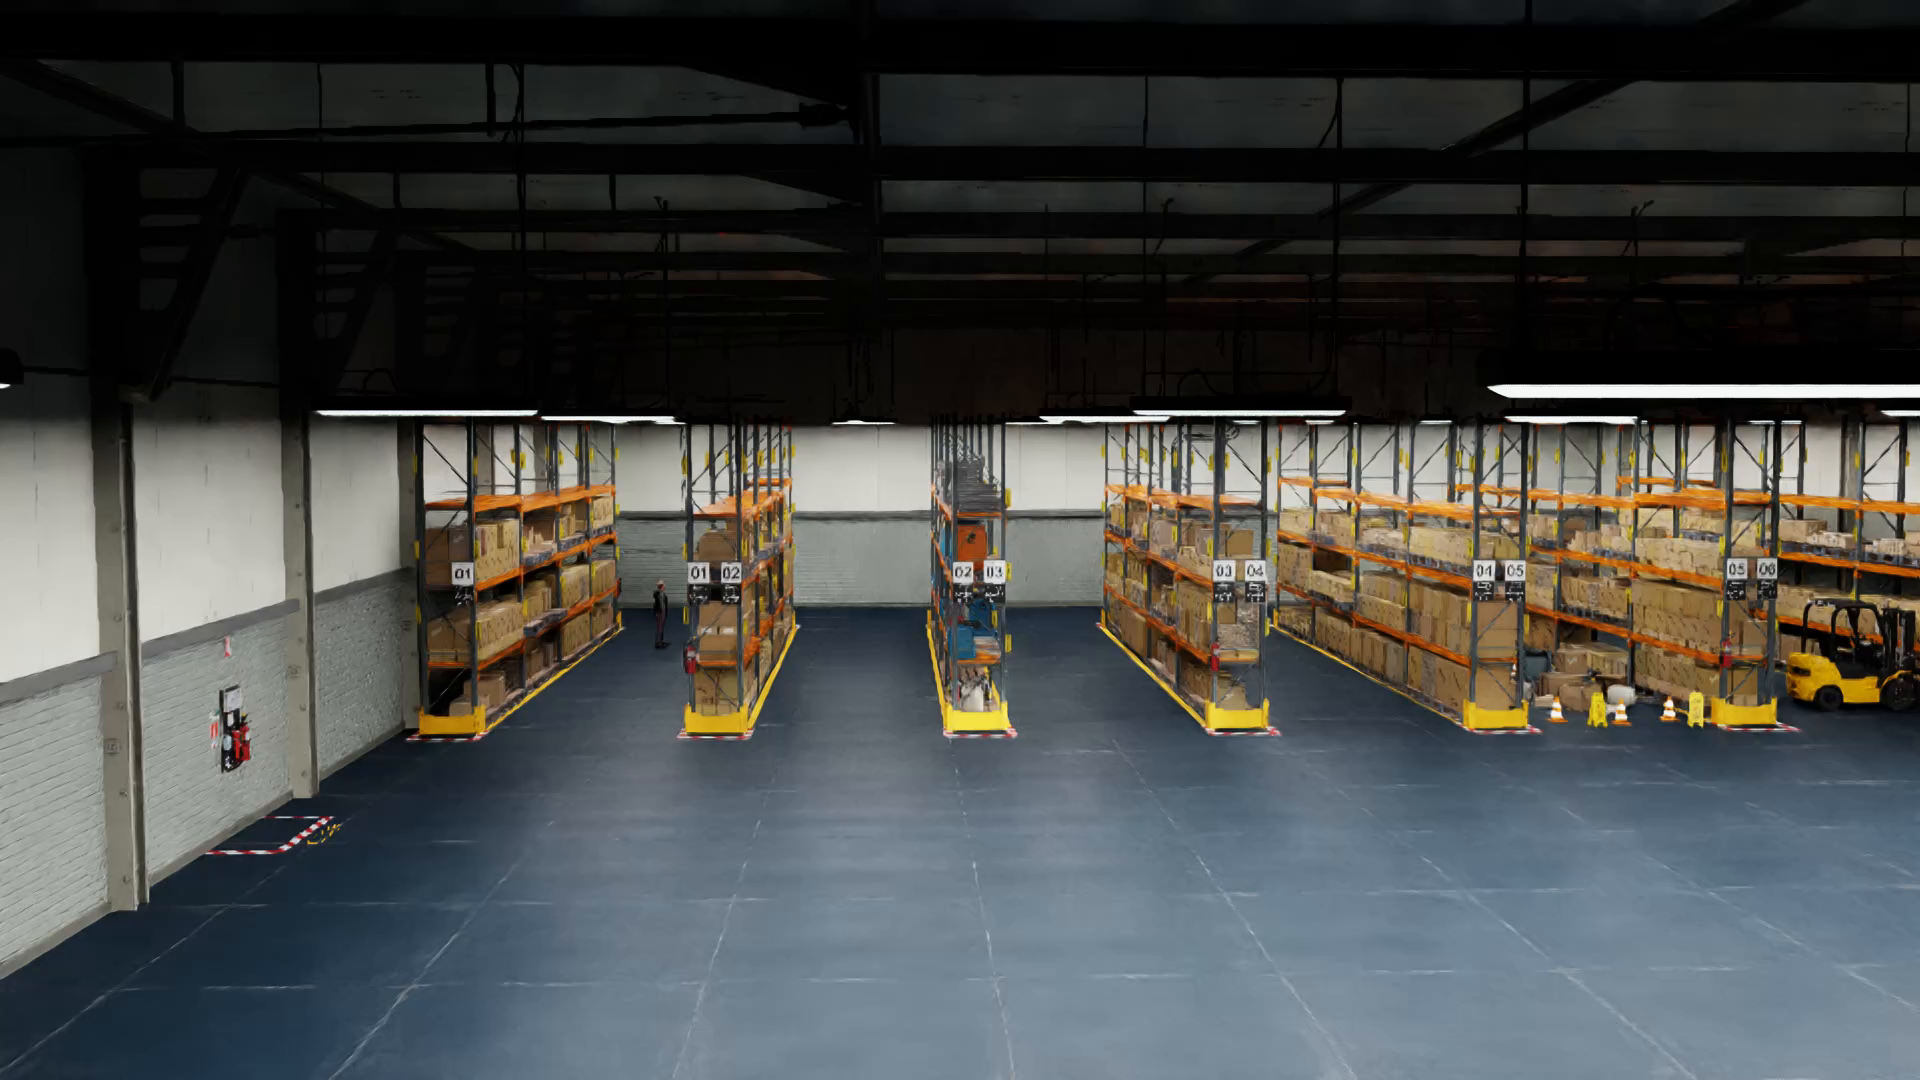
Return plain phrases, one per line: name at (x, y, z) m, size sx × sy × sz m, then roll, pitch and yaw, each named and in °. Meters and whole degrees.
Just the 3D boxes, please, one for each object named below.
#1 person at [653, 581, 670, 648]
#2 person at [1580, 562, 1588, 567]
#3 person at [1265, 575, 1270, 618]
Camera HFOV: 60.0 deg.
person at (-7.710, 1.913, 43.067) m, size 0.466 × 1.726 × 0.595 m, roll -2°, pitch 4°, yaw -24°
person at (18.580, 1.502, 49.299) m, size 0.433 × 1.716 × 0.658 m, roll -3°, pitch 5°, yaw -33°
person at (8.888, 1.567, 49.256) m, size 0.523 × 1.610 × 0.937 m, roll 2°, pitch 4°, yaw 22°
